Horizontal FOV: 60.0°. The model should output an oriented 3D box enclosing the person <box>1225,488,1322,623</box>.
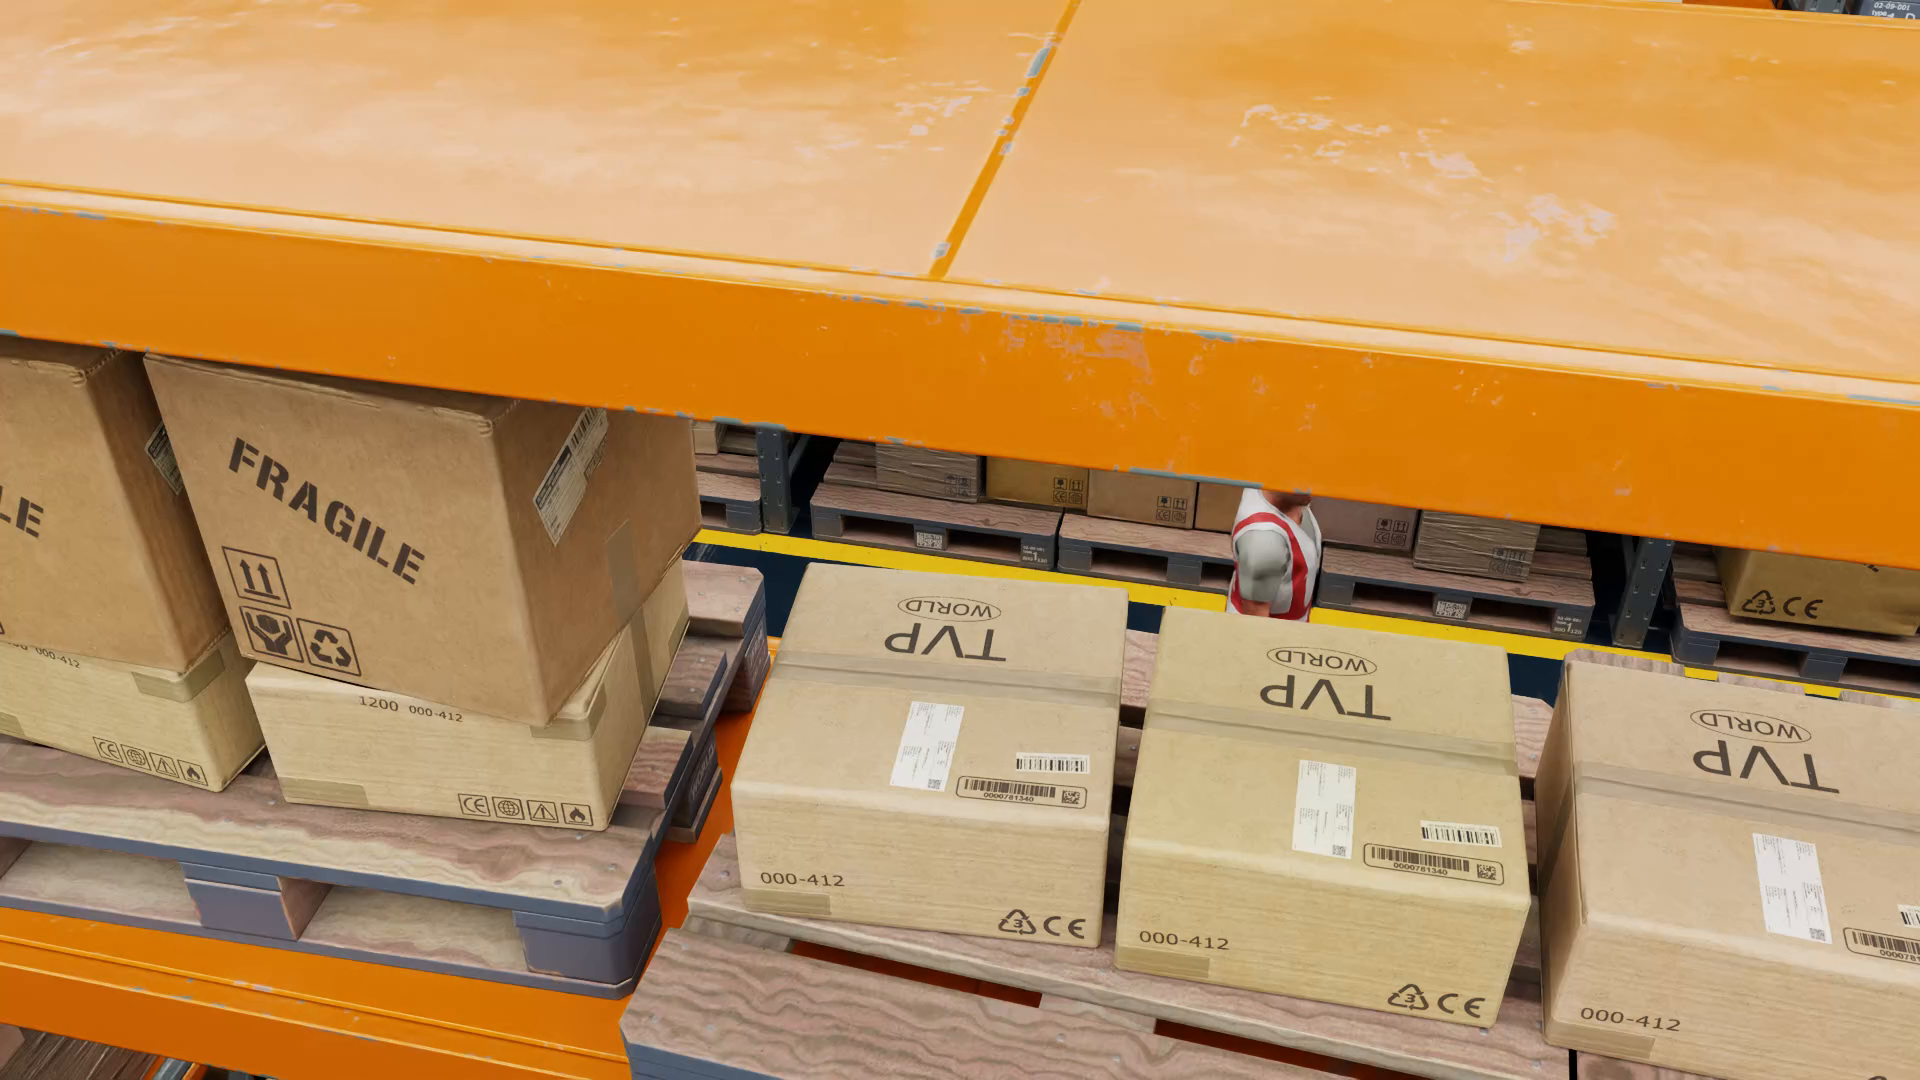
[{"bbox_3d":[1.154,0.340,6.160,0.372,1.808,0.577,8,37,11],"label":"person"}]
